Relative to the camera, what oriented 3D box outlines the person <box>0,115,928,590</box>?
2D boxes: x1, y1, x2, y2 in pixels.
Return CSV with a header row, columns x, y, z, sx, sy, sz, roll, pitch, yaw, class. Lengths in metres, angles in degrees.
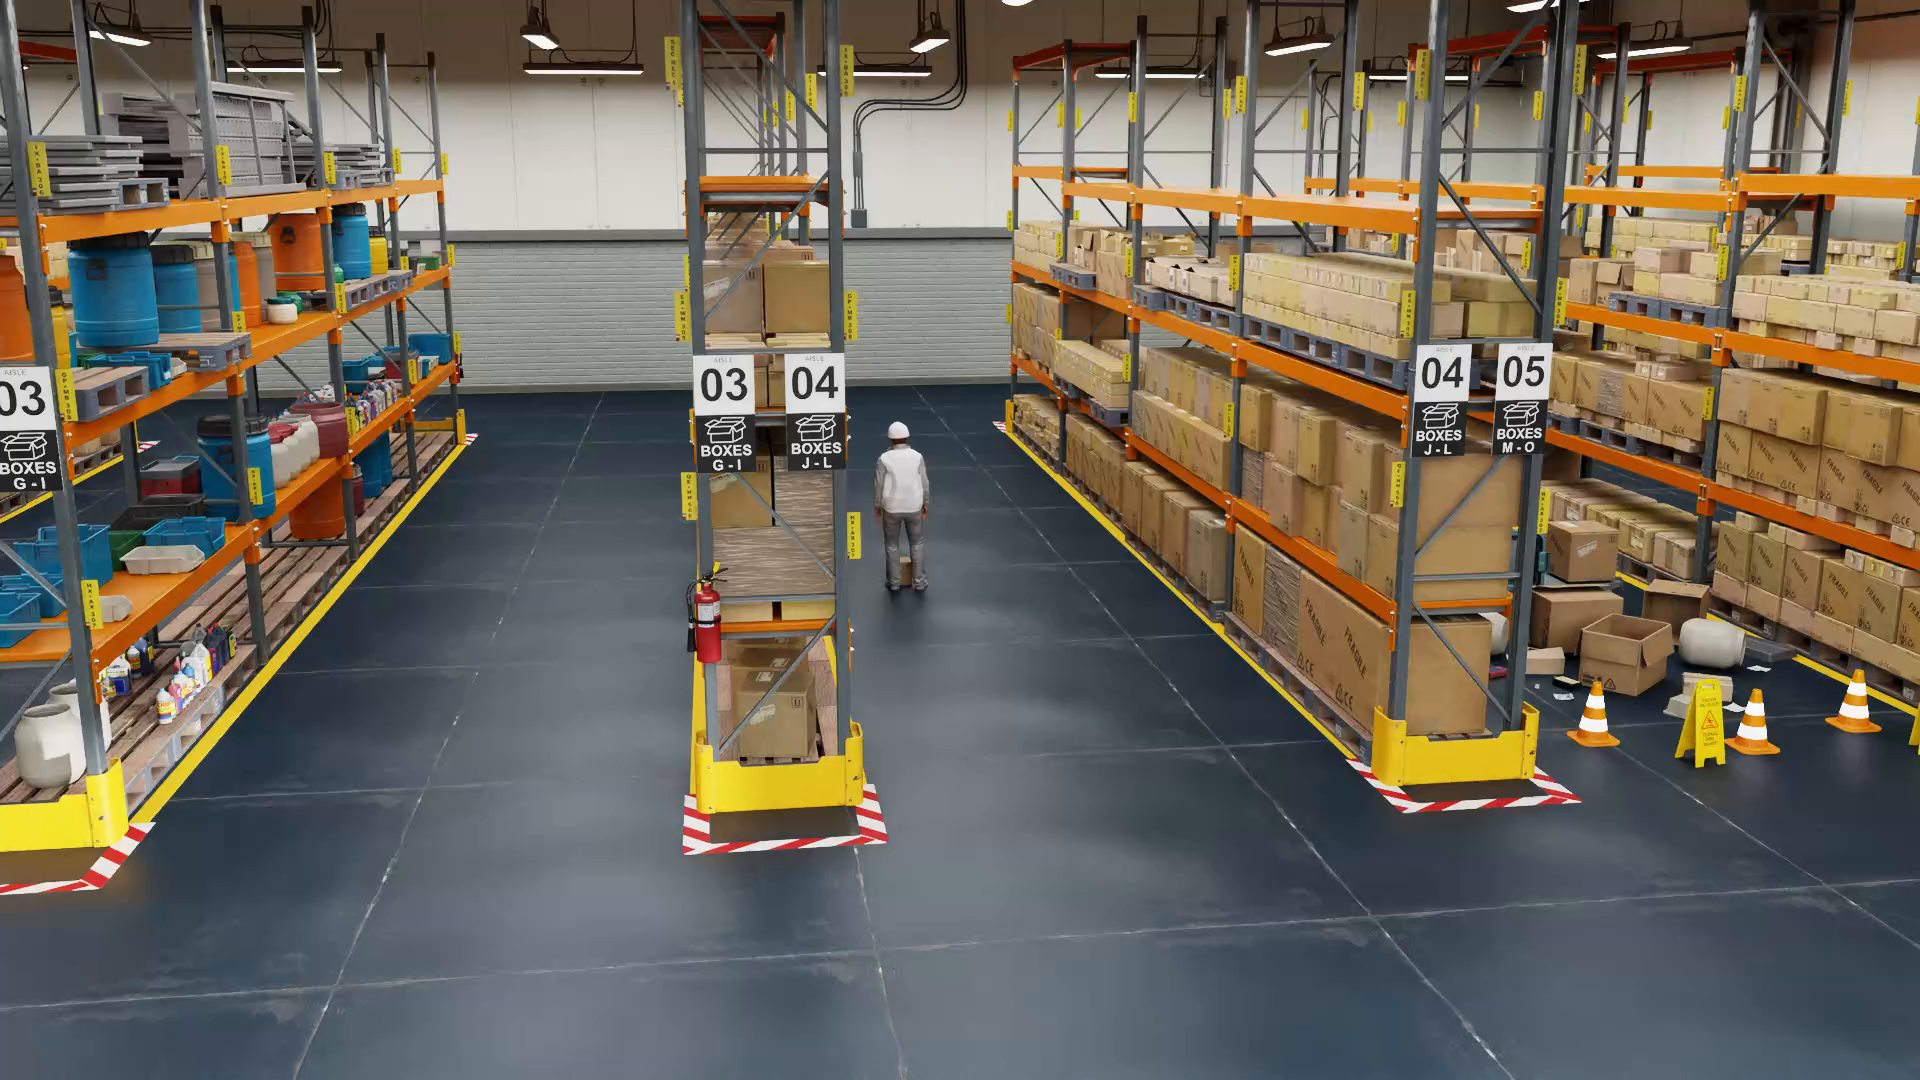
x,y,z,sx,sy,sz,roll,pitch,yaw,class
-3.978,-2.185,16.413,7.411,5.808,11.426,-2,13,-10,person
